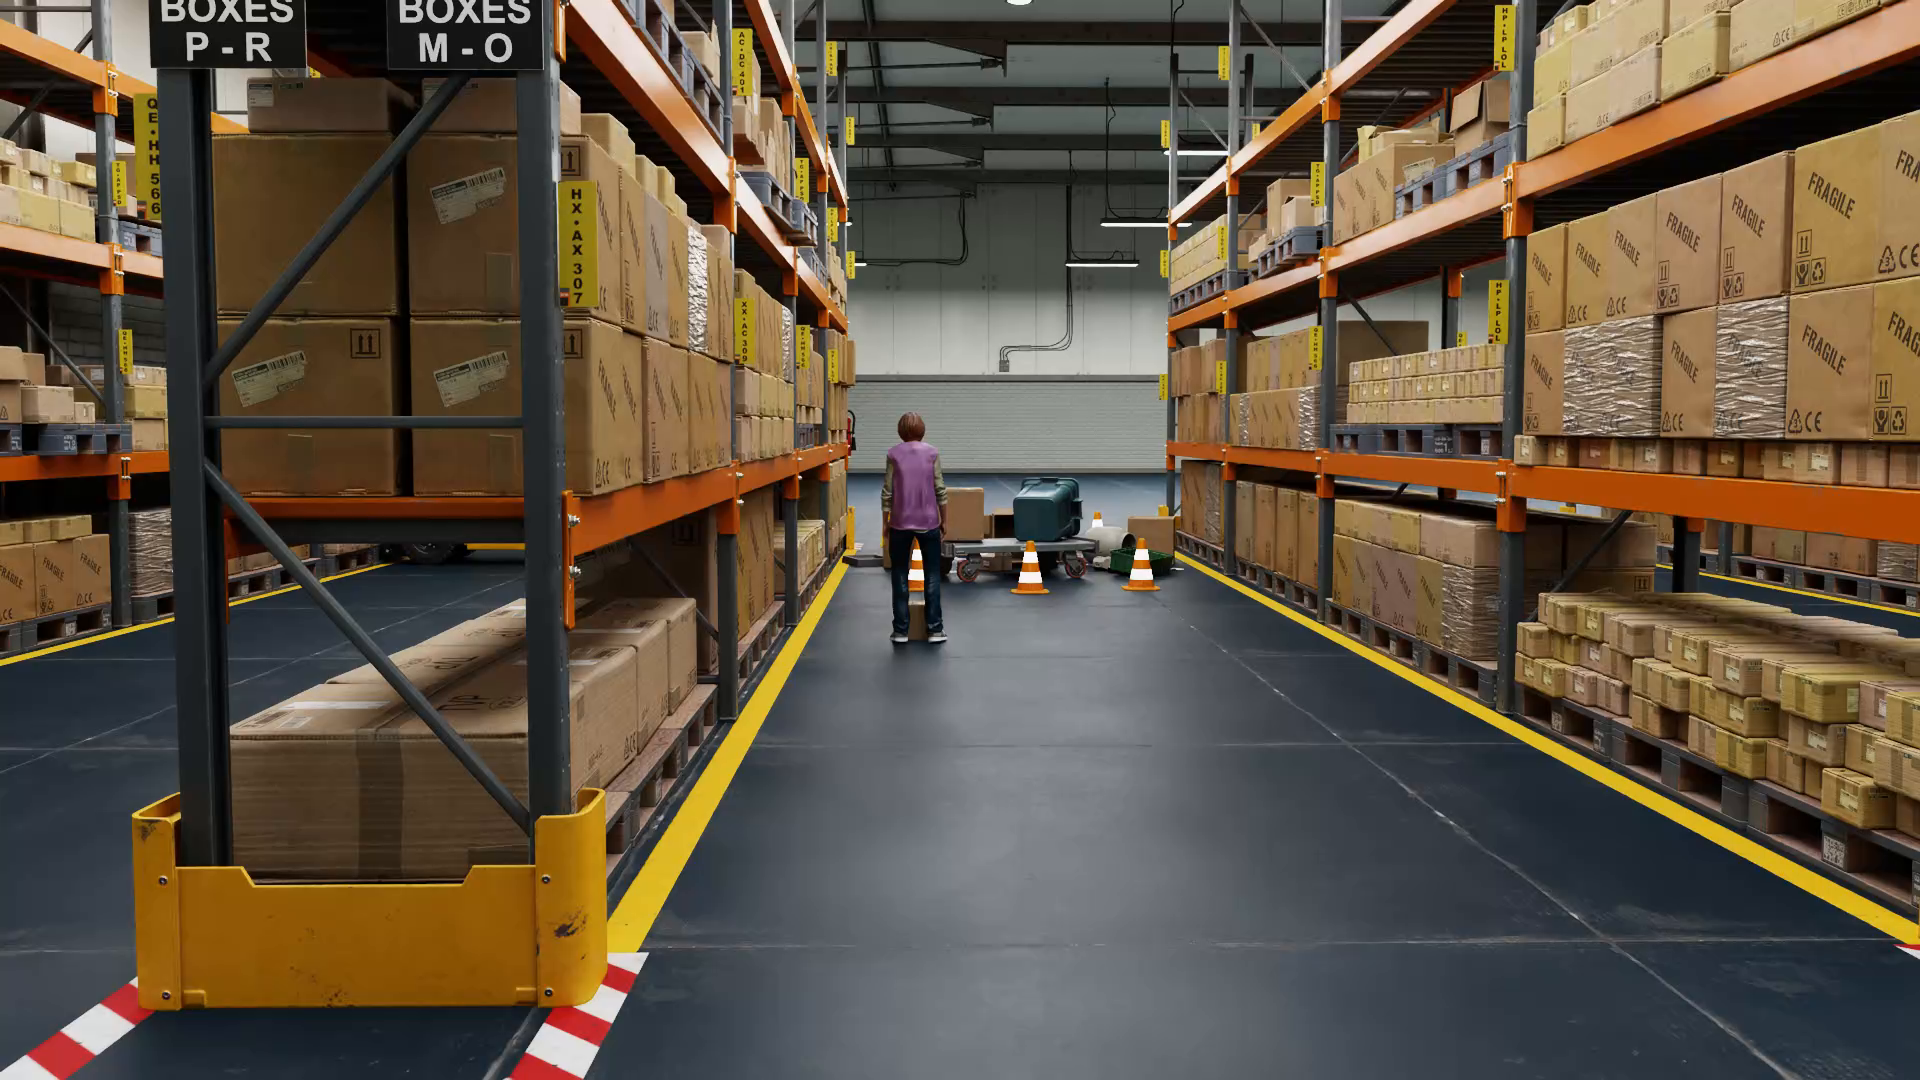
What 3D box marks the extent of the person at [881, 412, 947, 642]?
[{"bbox_3d":[-0.316,-0.080,11.476,0.462,1.581,0.343,0,4,-4],"label":"person"}]
